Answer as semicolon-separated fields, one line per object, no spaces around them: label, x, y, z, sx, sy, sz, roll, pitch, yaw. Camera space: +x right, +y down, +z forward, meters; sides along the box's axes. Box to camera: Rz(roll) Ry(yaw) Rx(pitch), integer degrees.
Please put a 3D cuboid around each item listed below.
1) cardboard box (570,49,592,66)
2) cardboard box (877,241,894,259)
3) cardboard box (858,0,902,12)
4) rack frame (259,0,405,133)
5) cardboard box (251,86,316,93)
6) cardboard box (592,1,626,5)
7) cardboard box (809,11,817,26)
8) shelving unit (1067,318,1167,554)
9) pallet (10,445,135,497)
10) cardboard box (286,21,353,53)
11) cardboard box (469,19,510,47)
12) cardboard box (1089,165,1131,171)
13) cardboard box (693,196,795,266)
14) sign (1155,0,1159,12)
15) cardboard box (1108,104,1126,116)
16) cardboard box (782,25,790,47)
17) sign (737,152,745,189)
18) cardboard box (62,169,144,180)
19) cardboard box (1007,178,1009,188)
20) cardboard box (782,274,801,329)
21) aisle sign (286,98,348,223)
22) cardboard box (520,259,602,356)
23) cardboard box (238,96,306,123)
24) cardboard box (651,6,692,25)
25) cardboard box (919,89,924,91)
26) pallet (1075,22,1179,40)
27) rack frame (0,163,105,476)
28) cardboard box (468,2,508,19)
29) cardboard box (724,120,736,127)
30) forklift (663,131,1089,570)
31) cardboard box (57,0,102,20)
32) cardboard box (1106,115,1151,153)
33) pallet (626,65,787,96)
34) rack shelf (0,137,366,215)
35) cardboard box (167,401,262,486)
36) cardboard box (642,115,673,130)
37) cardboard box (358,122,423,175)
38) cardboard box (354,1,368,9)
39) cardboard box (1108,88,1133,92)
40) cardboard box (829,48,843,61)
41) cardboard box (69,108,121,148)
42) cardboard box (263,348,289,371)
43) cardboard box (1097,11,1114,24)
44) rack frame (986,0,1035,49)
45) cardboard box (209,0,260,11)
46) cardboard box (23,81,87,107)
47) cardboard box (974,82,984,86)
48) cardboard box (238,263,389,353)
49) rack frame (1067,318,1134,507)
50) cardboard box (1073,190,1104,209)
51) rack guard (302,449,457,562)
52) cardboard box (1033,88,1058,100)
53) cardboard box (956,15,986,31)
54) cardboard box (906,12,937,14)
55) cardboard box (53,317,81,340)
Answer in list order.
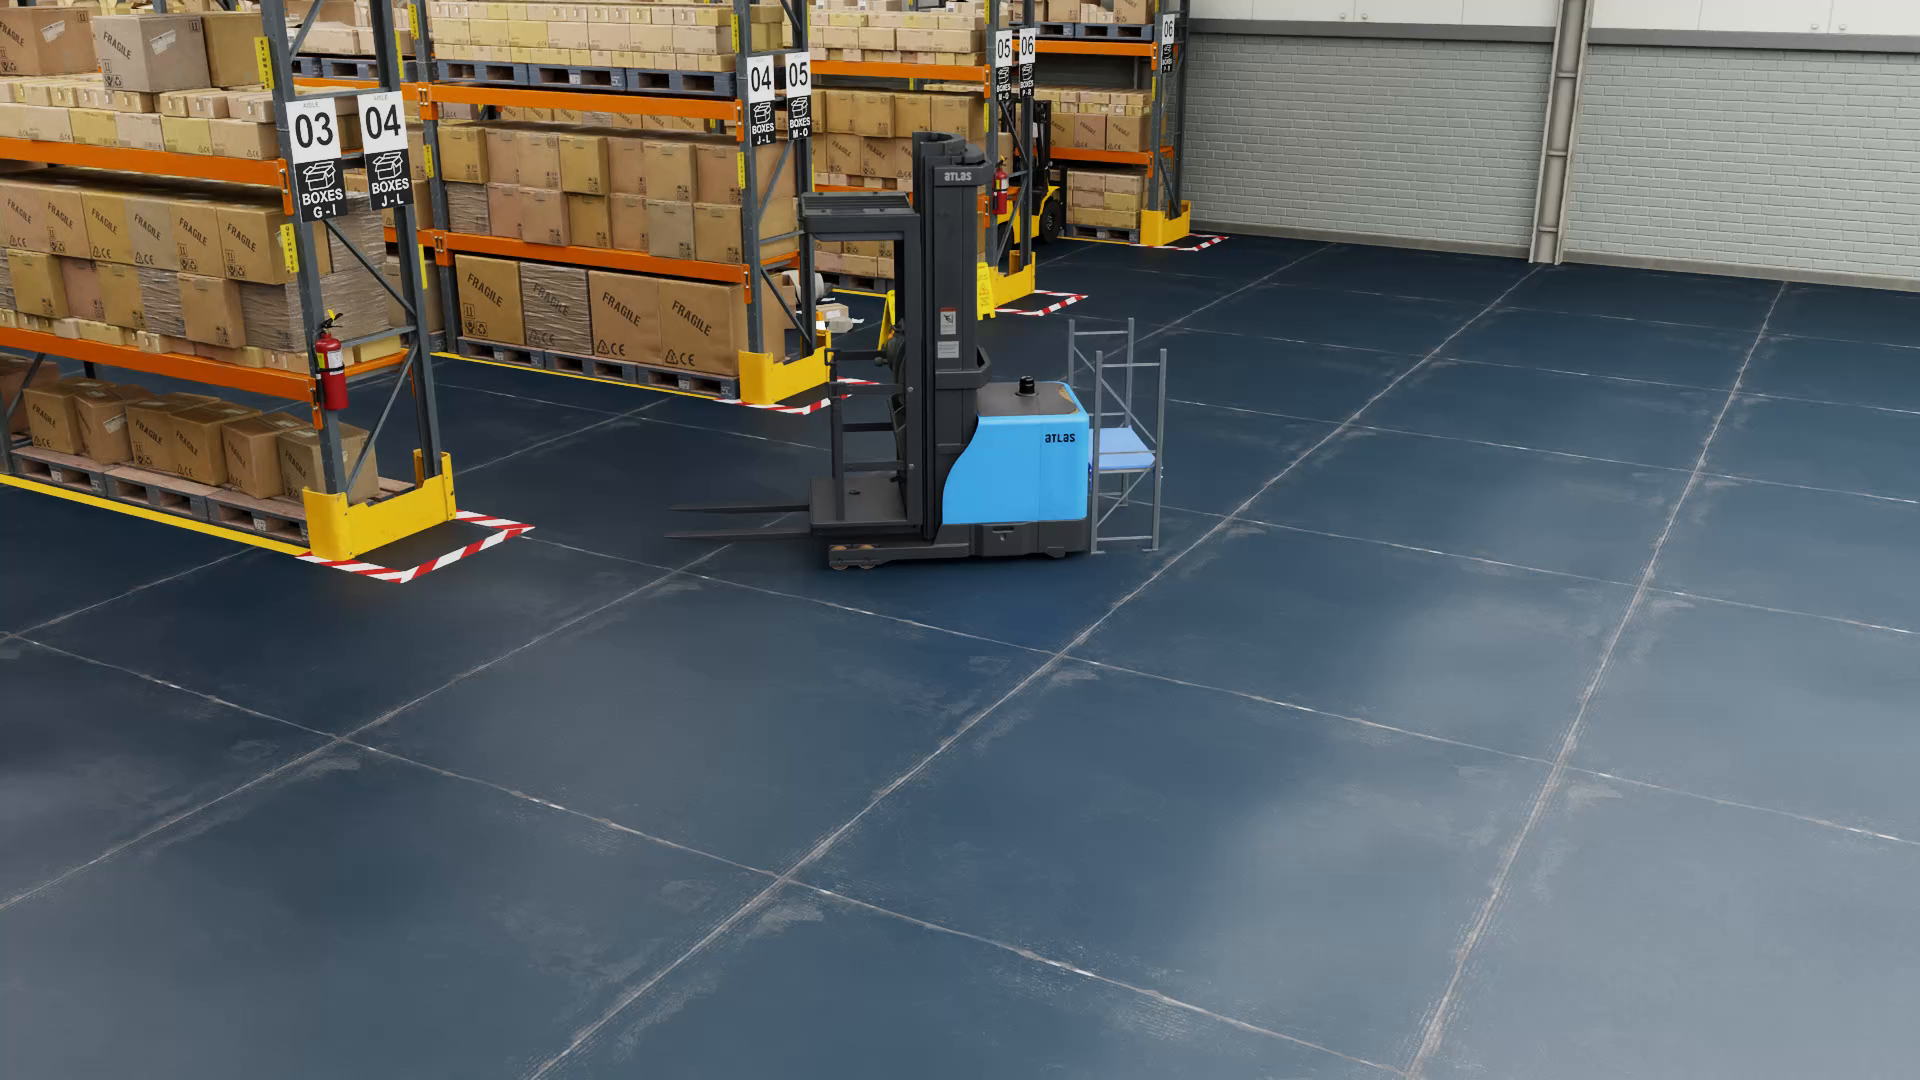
cardboard box;-3.517;-4.642;15.969;0.250;0.149;0.380;11;23;28
cardboard box;-0.688;-3.786;20.720;0.500;0.500;0.500;12;23;29
cardboard box;-1.230;-8.191;25.517;0.500;0.311;0.500;10;22;26
rack frame;-4.237;-4.257;10.905;0.127;3.000;1.000;11;23;27
cardboard box;-4.825;-3.156;11.903;0.250;0.149;0.380;10;22;26
cardboard box;-3.422;-5.255;16.491;0.250;0.149;0.380;11;23;28
cardboard box;-1.856;-6.411;20.440;0.250;0.149;0.380;10;22;26
shelving unit;1.131;-0.792;12.349;0.538;1.500;1.048;-2;20;-7
pallet;-7.126;-0.690;13.959;1.213;0.211;1.003;11;23;27
cardboard box;-6.860;-5.401;17.824;0.500;0.311;0.500;10;22;25
cardboard box;-4.491;-5.038;16.477;0.500;0.250;0.500;11;22;27
cardboard box;2.248;-5.459;24.965;0.500;0.250;0.500;11;23;27
cardboard box;-2.076;-3.016;16.060;0.550;0.550;0.875;11;23;27
sign;2.736;-7.496;23.049;0.005;0.325;0.100;11;23;27
cardboard box;2.336;-6.225;24.031;0.250;0.149;0.380;11;23;28
cardboard box;-2.191;-6.294;20.703;0.500;0.250;0.500;11;22;27
sign;-2.007;-3.393;15.276;0.005;0.325;0.100;11;23;27
cardboard box;-6.765;-2.684;13.315;0.500;0.500;0.500;11;23;27
cardboard box;0.400;-4.387;20.430;0.250;0.149;0.380;11;23;28
cardboard box;-2.173;-2.752;19.214;0.637;0.503;0.797;-4;20;-10
aisle sign;-4.330;-2.560;11.210;0.004;0.787;0.394;11;23;27
cardboard box;-3.919;-2.487;17.321;0.875;0.875;0.875;11;23;28
cardboard box;-4.632;-2.917;11.245;0.250;0.149;0.380;11;23;27
cardboard box;-2.631;-4.848;15.368;0.250;0.149;0.380;11;23;28
cardboard box;-0.681;-7.005;26.180;0.250;0.149;0.380;10;22;26
pallet;2.408;-7.359;23.986;1.213;0.211;1.003;11;23;27
rack frame;-7.729;-2.102;13.762;0.127;3.000;1.000;11;23;27
cardboard box;-4.626;-5.227;16.415;0.250;0.149;0.380;11;22;27
cardboard box;-2.618;-5.572;21.277;0.500;0.500;0.700;11;22;27
forklift;-0.627;-1.356;11.805;3.031;2.935;1.130;-2;20;-6
cardboard box;-10.327;-6.242;19.506;0.258;0.266;0.396;11;23;27
cardboard box;2.455;-5.916;24.130;0.500;0.500;0.500;10;22;26
pallet;-2.383;-4.386;15.788;1.213;0.211;1.003;11;23;27
rack shelf;-5.983;-2.842;12.456;4.000;0.370;1.077;11;23;27
cardboard box;-5.850;-0.767;13.131;0.500;0.500;0.500;13;24;32
cardboard box;-3.845;-5.527;22.005;0.500;0.500;0.500;11;23;28
cardboard box;-6.109;-4.245;18.056;0.500;0.500;0.700;10;22;26
cardboard box;-9.009;-7.865;24.763;0.500;0.311;0.500;11;23;27
cardboard box;2.375;-6.570;24.545;0.250;0.149;0.380;11;23;28
cardboard box;-1.396;-5.963;20.373;0.250;0.149;0.380;11;23;28
cardboard box;-6.104;-3.033;12.149;0.500;0.250;0.500;10;22;26
cardboard box;-4.805;-1.347;12.047;0.250;0.149;0.380;11;23;27
cardboard box;2.142;-7.449;23.710;0.250;0.149;0.380;10;22;26
rack frame;0.596;-7.208;19.038;0.127;3.000;1.000;11;23;27
cardboard box;-11.074;-8.301;25.537;0.637;0.503;0.797;13;24;31
cardboard box;-6.679;-3.310;12.327;0.250;0.149;0.380;10;22;26
cardboard box;0.384;-6.965;25.634;0.250;0.149;0.380;11;22;27
cardboard box;-4.704;-1.724;12.135;0.500;0.500;0.875;11;23;27
rack frame;1.067;-0.964;12.823;0.500;1.500;0.032;-2;20;-7
cardboard box;2.003;-5.080;24.654;0.500;0.250;0.500;11;22;27
rack guard;-4.304;-0.275;12.389;0.348;0.500;1.175;11;23;27
cardboard box;1.256;-6.608;24.648;0.250;0.149;0.380;11;23;28
cardboard box;0.156;-6.023;19.369;0.250;0.149;0.380;11;23;28
cardboard box;-0.477;-6.348;20.266;0.250;0.149;0.380;11;23;27
cardboard box;-6.824;-1.688;12.987;0.250;0.149;0.380;11;23;27
